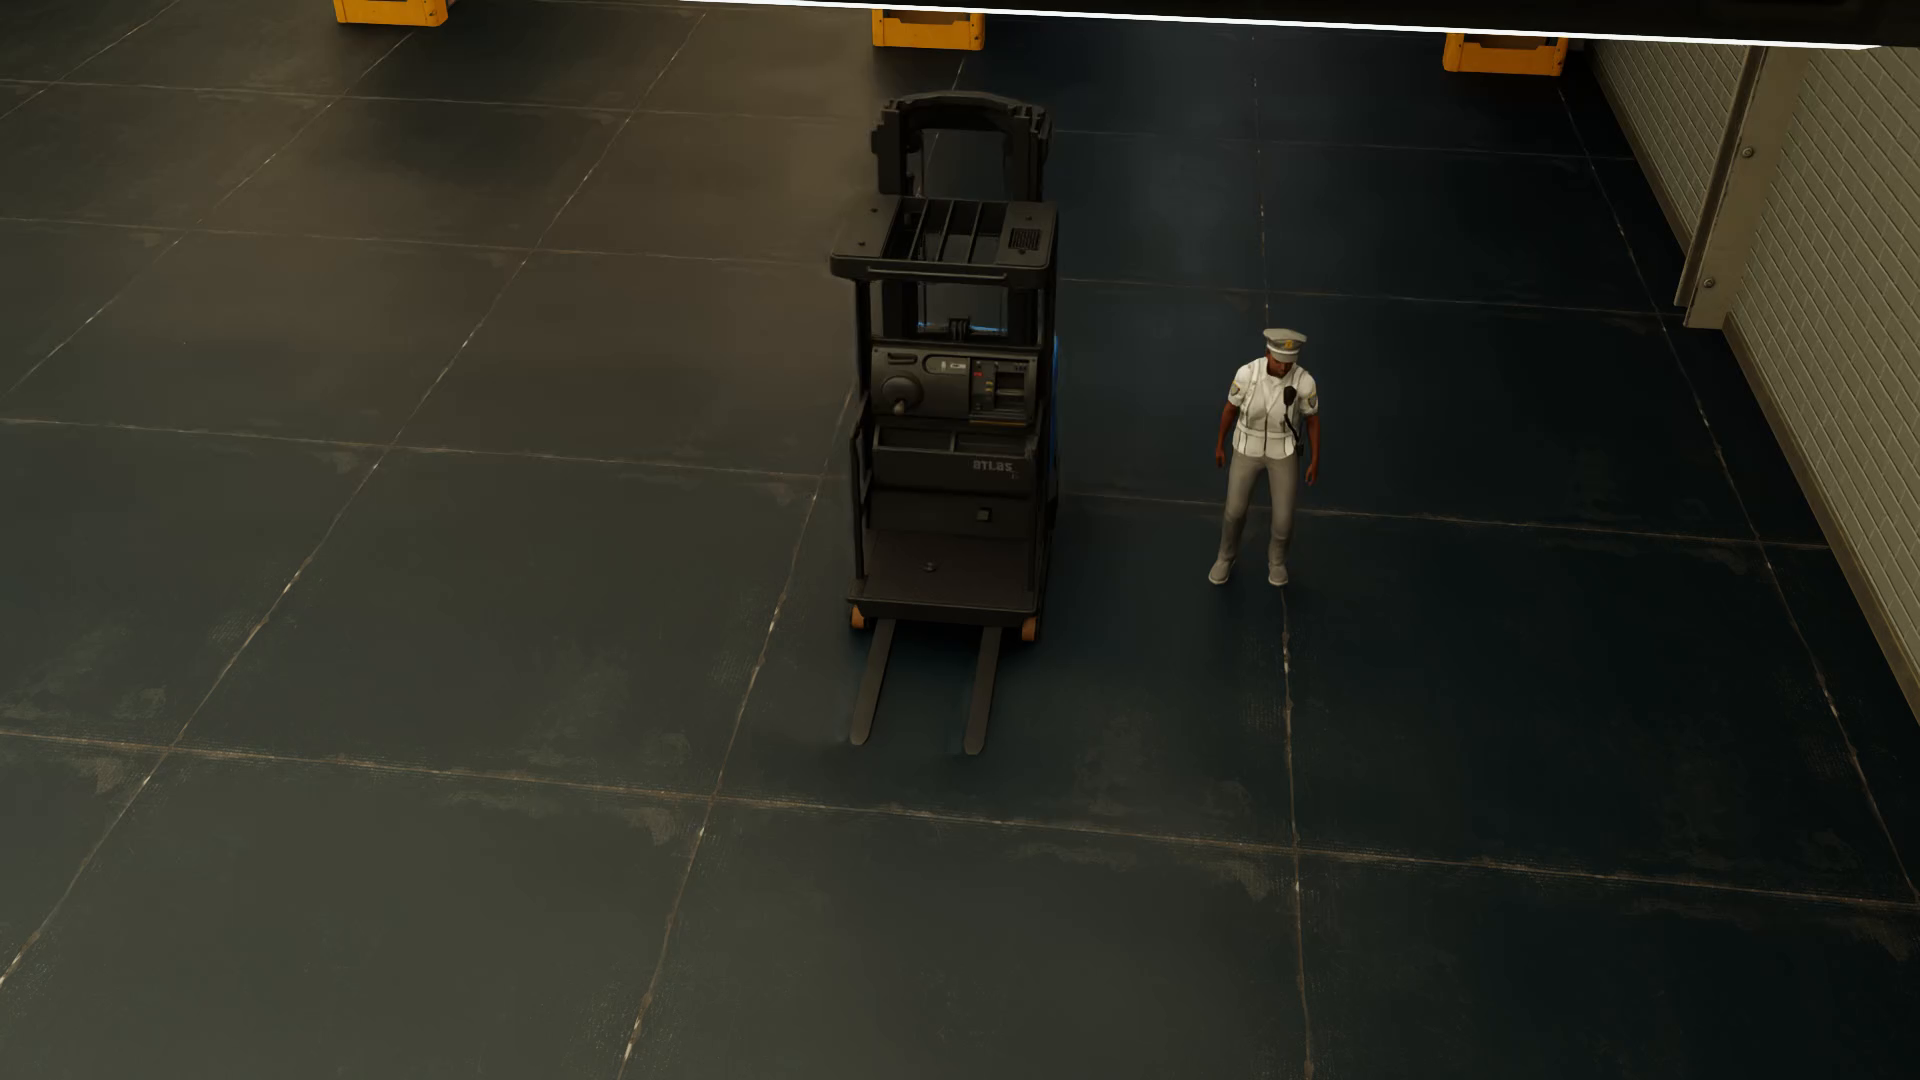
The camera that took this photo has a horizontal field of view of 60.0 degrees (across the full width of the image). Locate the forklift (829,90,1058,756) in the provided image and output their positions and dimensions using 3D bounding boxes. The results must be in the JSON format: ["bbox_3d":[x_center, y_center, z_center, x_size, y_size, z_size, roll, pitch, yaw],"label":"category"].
[{"bbox_3d":[-0.057,-0.802,9.118,1.130,2.935,3.031,4,37,5],"label":"forklift"}]

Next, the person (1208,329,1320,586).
[{"bbox_3d":[1.776,-0.483,9.628,0.603,1.673,0.400,8,37,11],"label":"person"}]
